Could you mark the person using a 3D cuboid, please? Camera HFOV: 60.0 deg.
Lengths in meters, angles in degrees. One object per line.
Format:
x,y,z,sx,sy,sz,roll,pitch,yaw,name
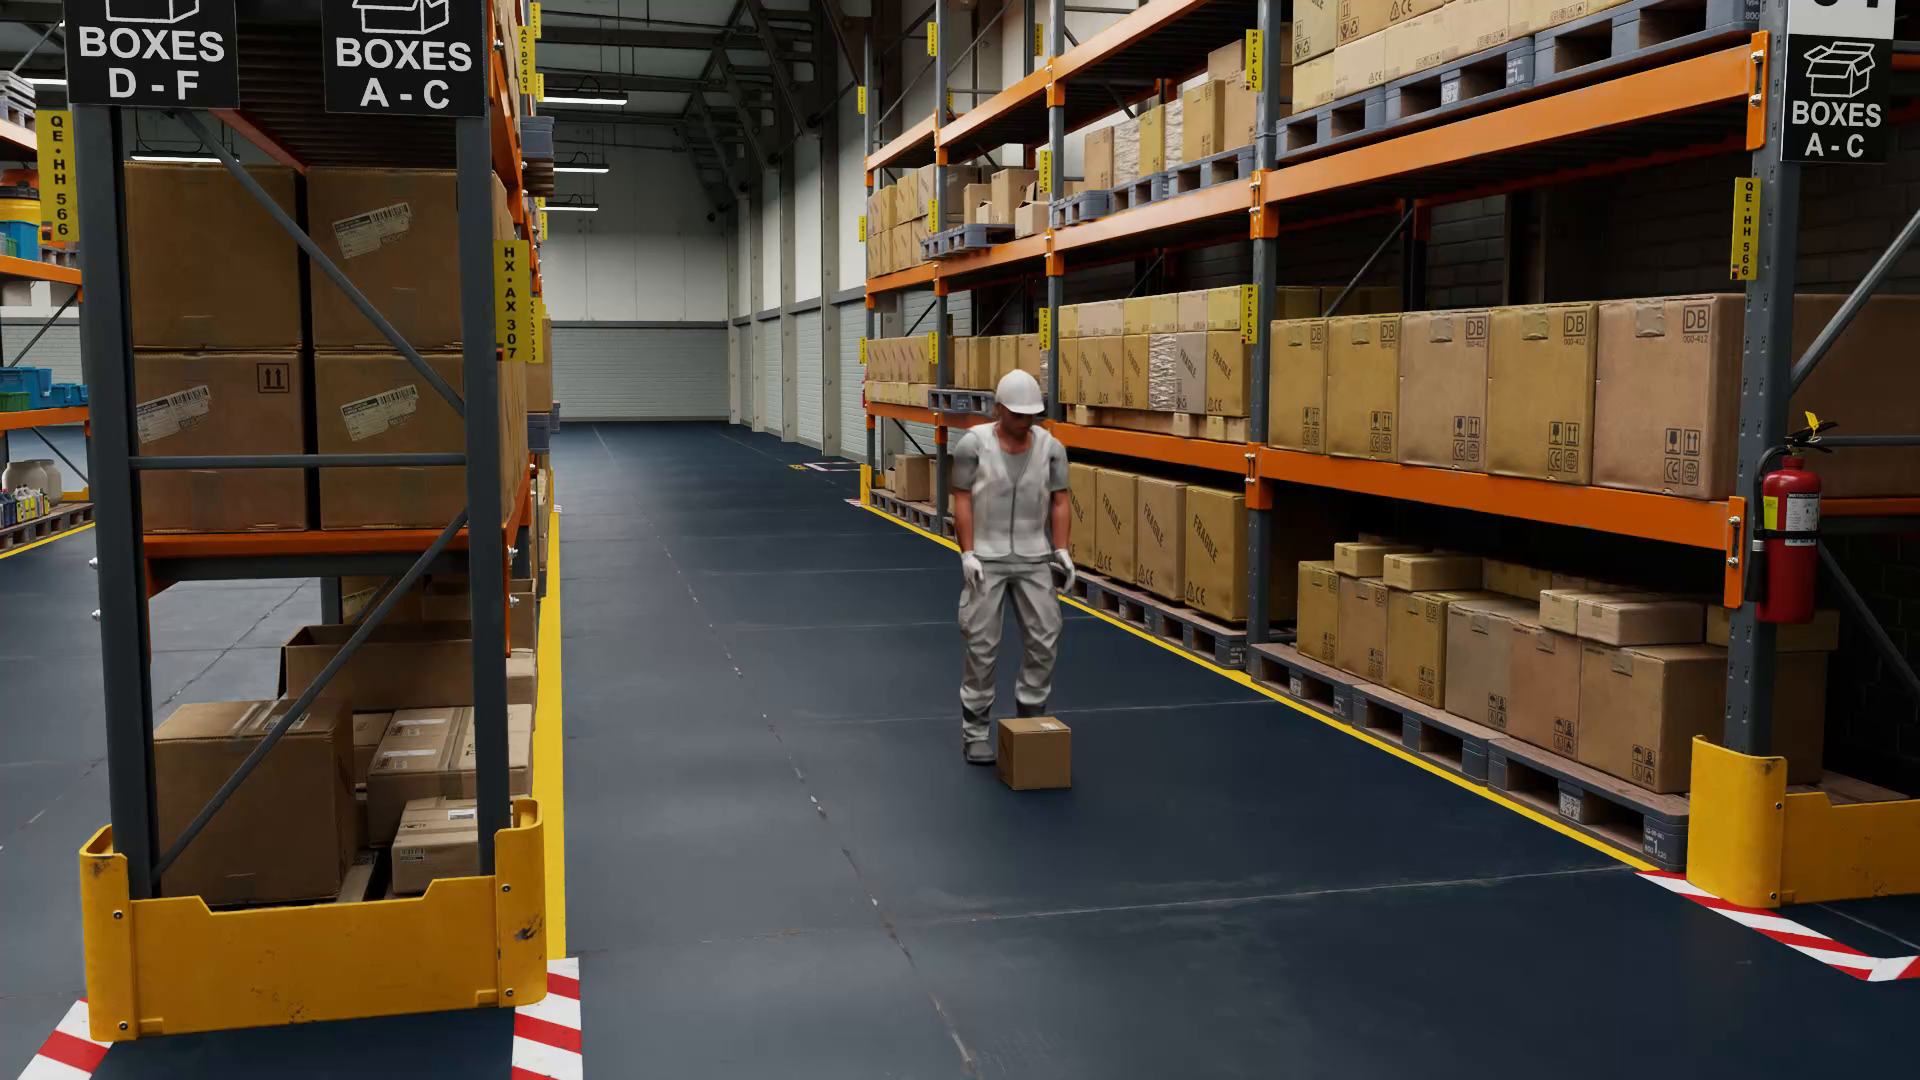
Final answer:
0.240,0.116,7.411,0.541,1.744,0.443,-1,6,-12,person
